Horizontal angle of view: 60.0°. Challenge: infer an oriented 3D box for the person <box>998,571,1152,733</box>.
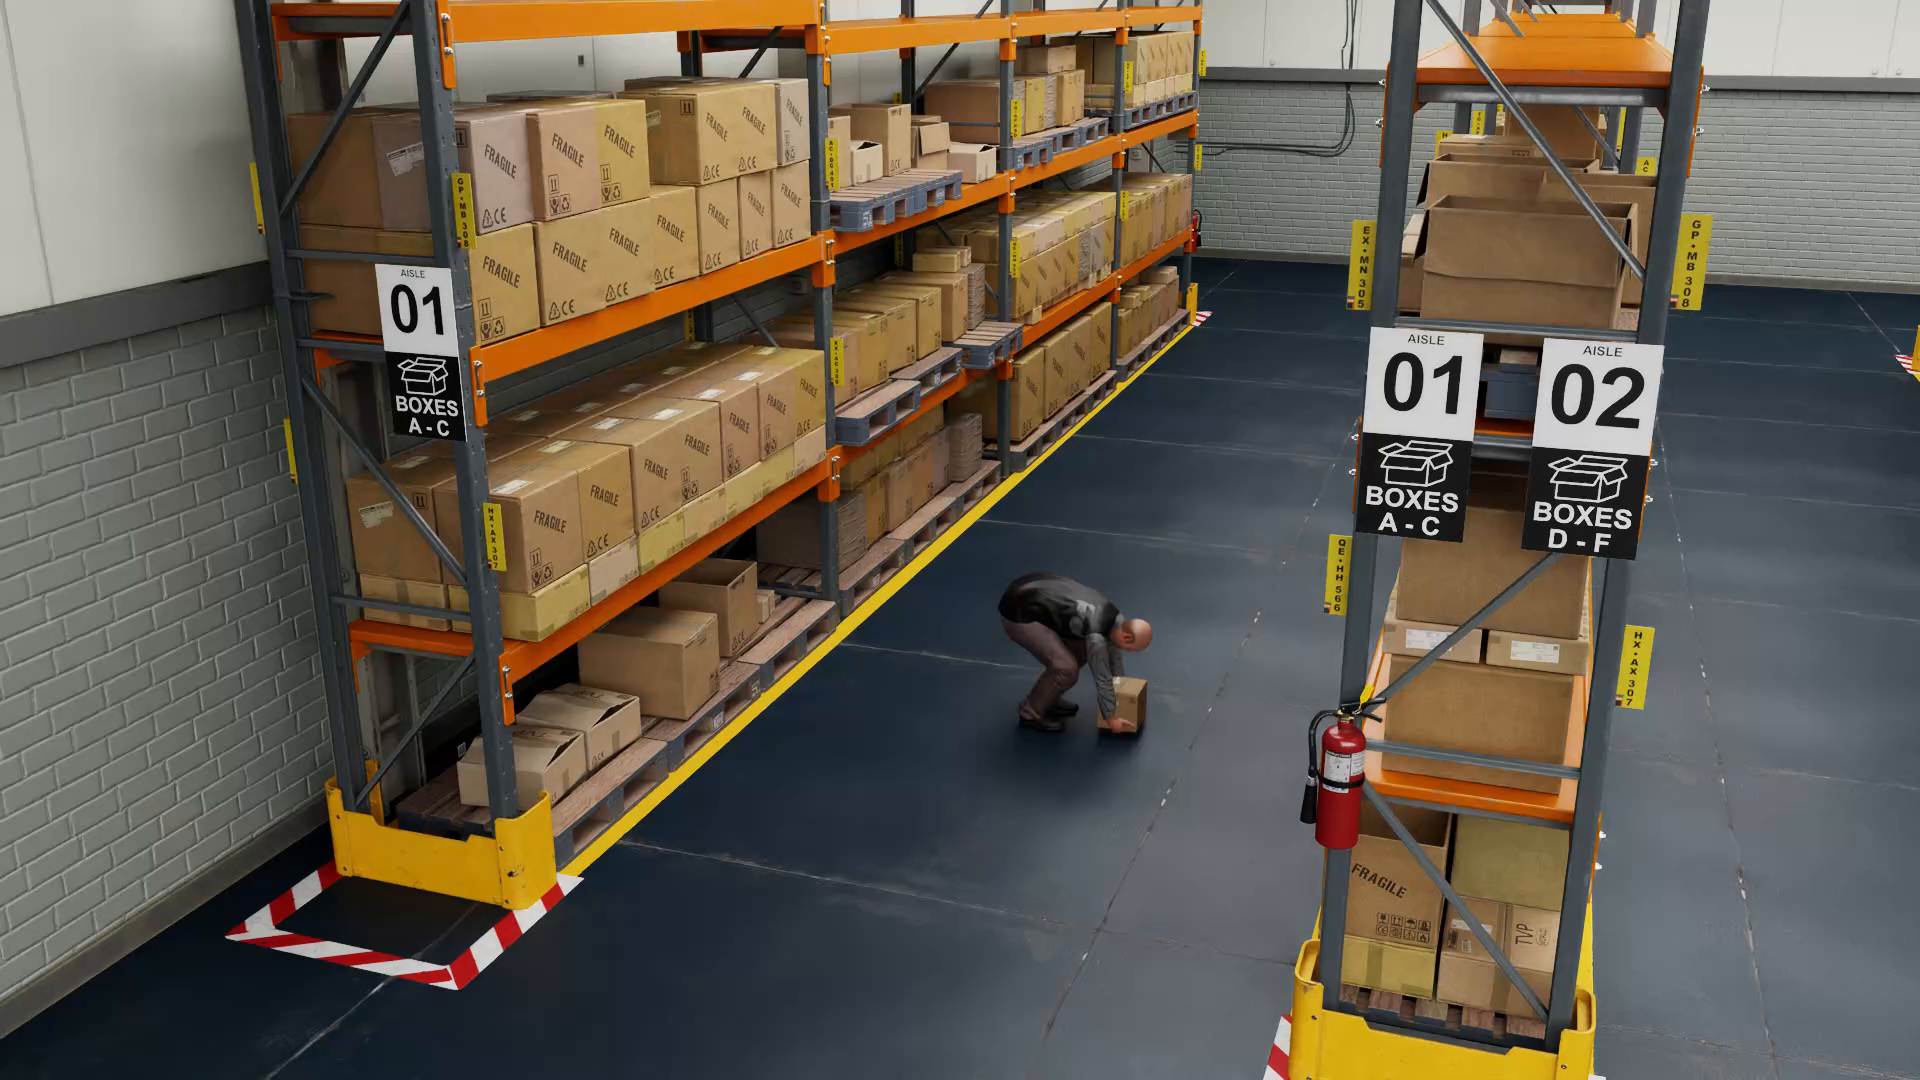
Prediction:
[{"bbox_3d":[0.712,0.682,10.261,0.944,0.960,0.512,5,19,16],"label":"person"}]
